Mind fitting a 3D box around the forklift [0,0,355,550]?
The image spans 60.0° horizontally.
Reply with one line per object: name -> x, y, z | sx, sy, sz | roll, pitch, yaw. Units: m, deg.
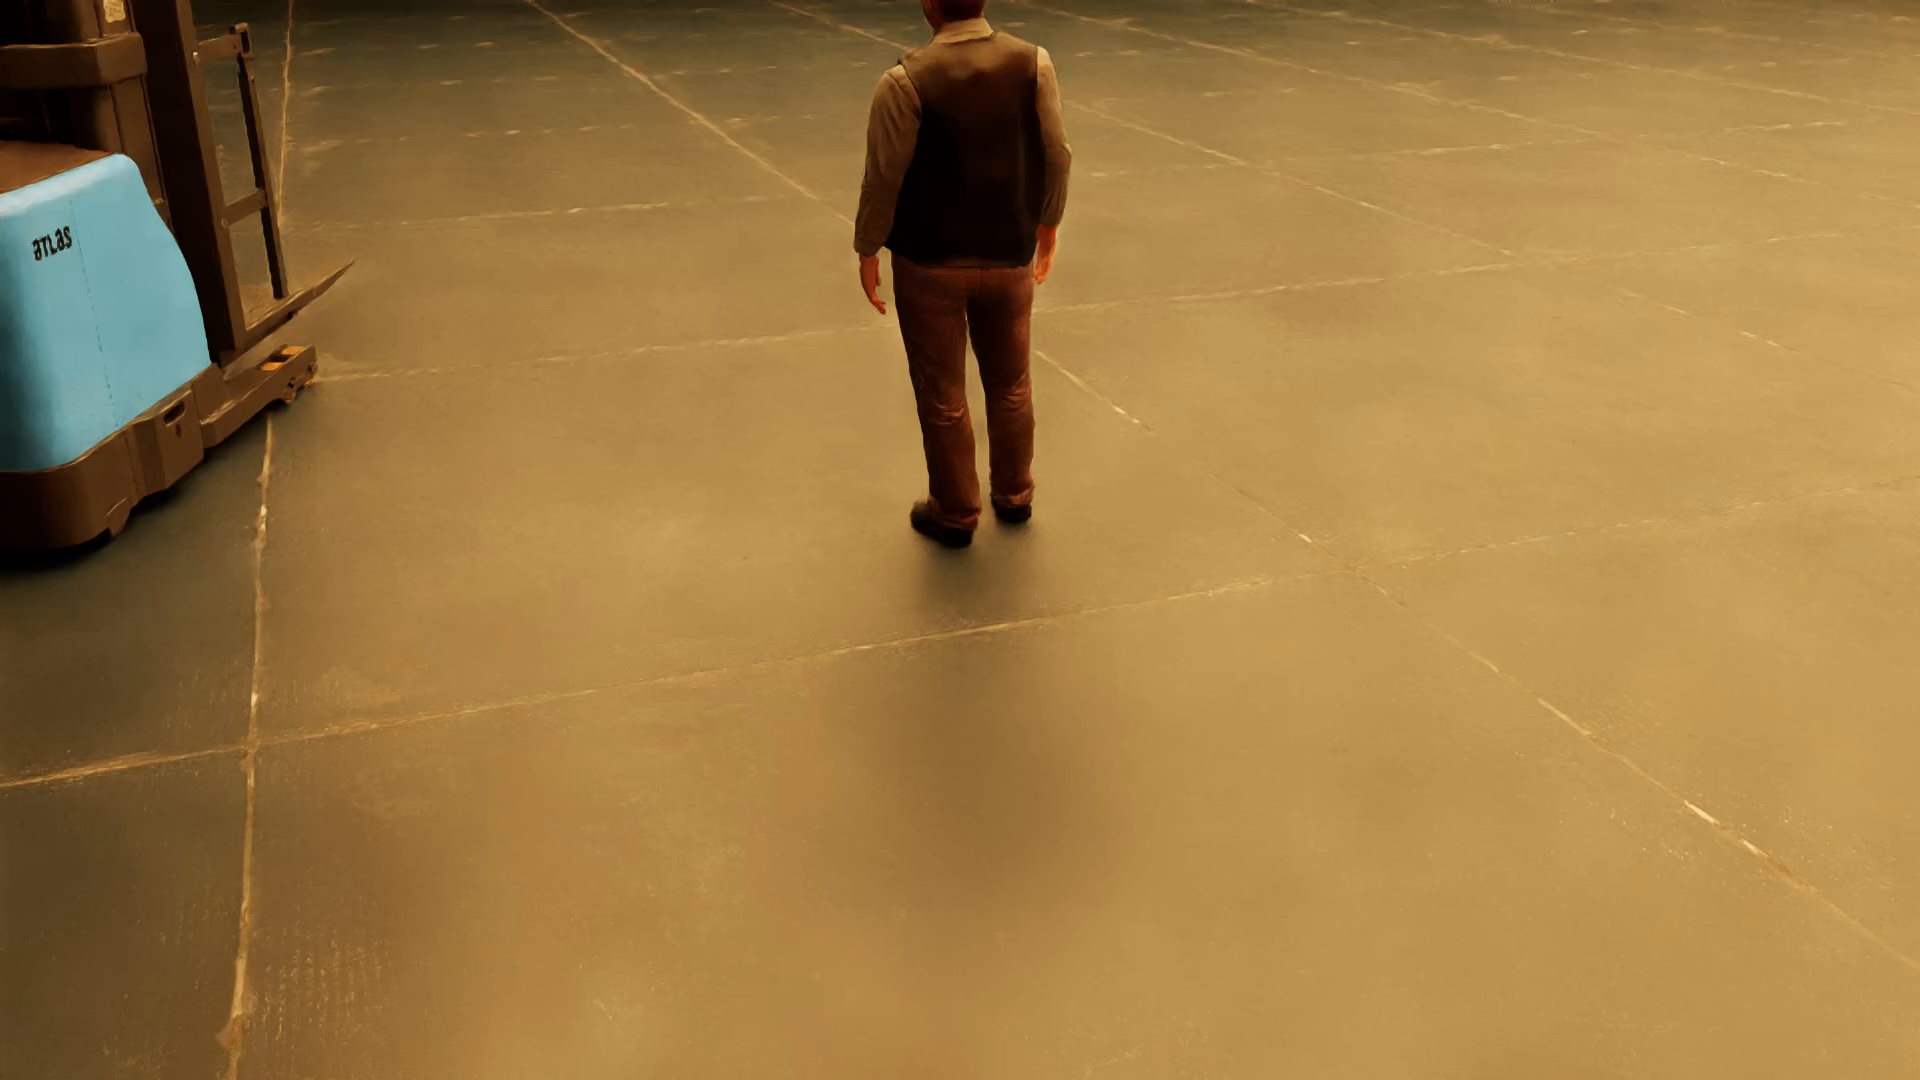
forklift -> -3.082, -1.842, 5.678 | 1.130, 2.935, 3.031 | 0, 23, 0

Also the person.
person -> -0.014, -0.824, 4.800 | 0.632, 1.720, 0.567 | -8, 24, -18
